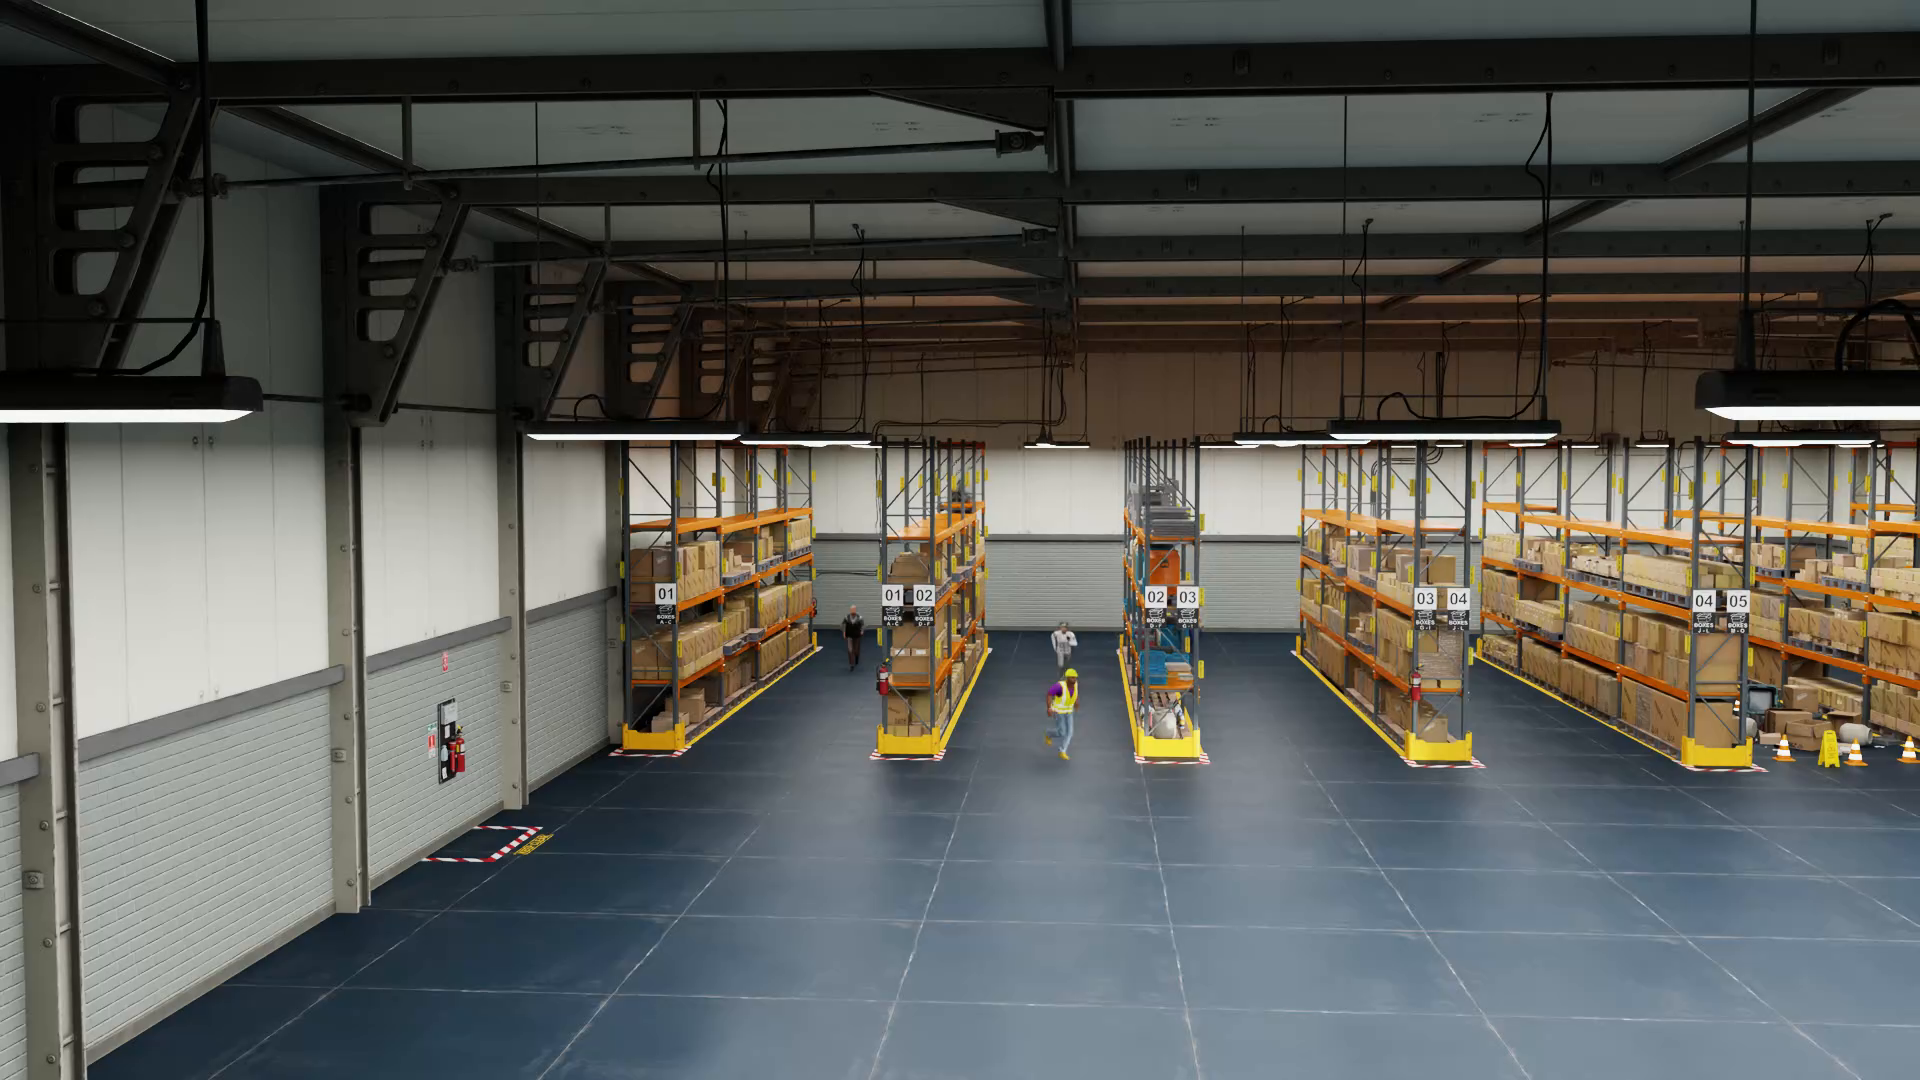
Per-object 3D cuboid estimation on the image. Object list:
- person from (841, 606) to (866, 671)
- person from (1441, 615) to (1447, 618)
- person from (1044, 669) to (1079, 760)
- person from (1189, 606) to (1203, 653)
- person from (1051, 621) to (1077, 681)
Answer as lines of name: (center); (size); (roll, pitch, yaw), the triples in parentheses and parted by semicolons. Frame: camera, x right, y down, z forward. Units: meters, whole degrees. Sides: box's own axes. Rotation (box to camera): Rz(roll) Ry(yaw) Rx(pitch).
person: (-2.795, 2.555, 43.597); (0.648, 1.695, 0.830); (0, 3, -3)
person: (13.139, 2.474, 44.812); (0.660, 1.732, 0.586); (0, 3, 3)
person: (1.908, 3.234, 31.115); (0.698, 1.695, 0.863); (-3, 4, -40)
person: (6.638, 2.435, 47.291); (0.584, 1.544, 0.721); (-2, 4, -33)
person: (2.504, 2.764, 39.972); (0.605, 1.679, 0.890); (0, 3, 0)
